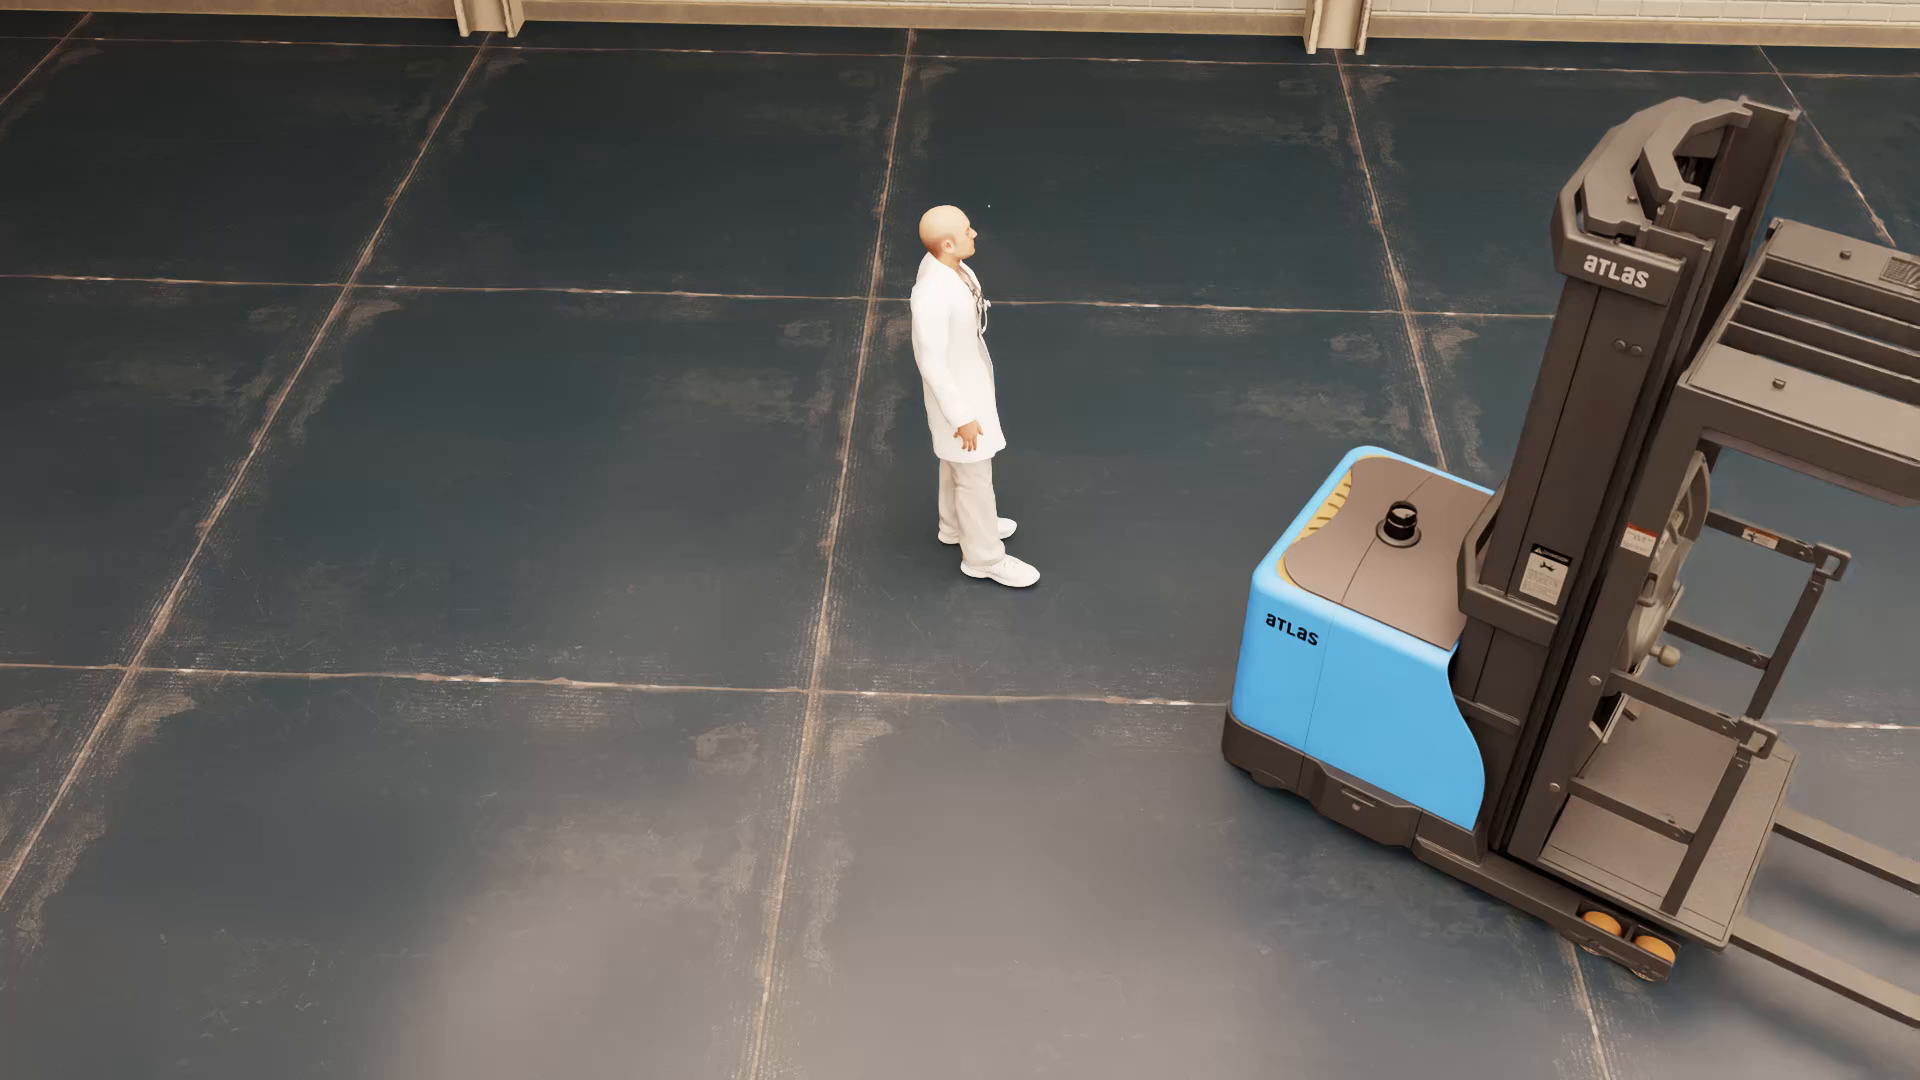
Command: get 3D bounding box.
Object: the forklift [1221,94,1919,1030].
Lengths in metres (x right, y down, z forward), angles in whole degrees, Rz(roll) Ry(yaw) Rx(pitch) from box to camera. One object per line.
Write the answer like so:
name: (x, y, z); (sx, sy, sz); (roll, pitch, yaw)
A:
forklift: (2.586, 0.129, 5.601); (3.031, 2.935, 1.130); (24, 48, 24)

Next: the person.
person: (0.090, -0.656, 7.305); (0.581, 1.776, 0.696); (2, 42, 2)
